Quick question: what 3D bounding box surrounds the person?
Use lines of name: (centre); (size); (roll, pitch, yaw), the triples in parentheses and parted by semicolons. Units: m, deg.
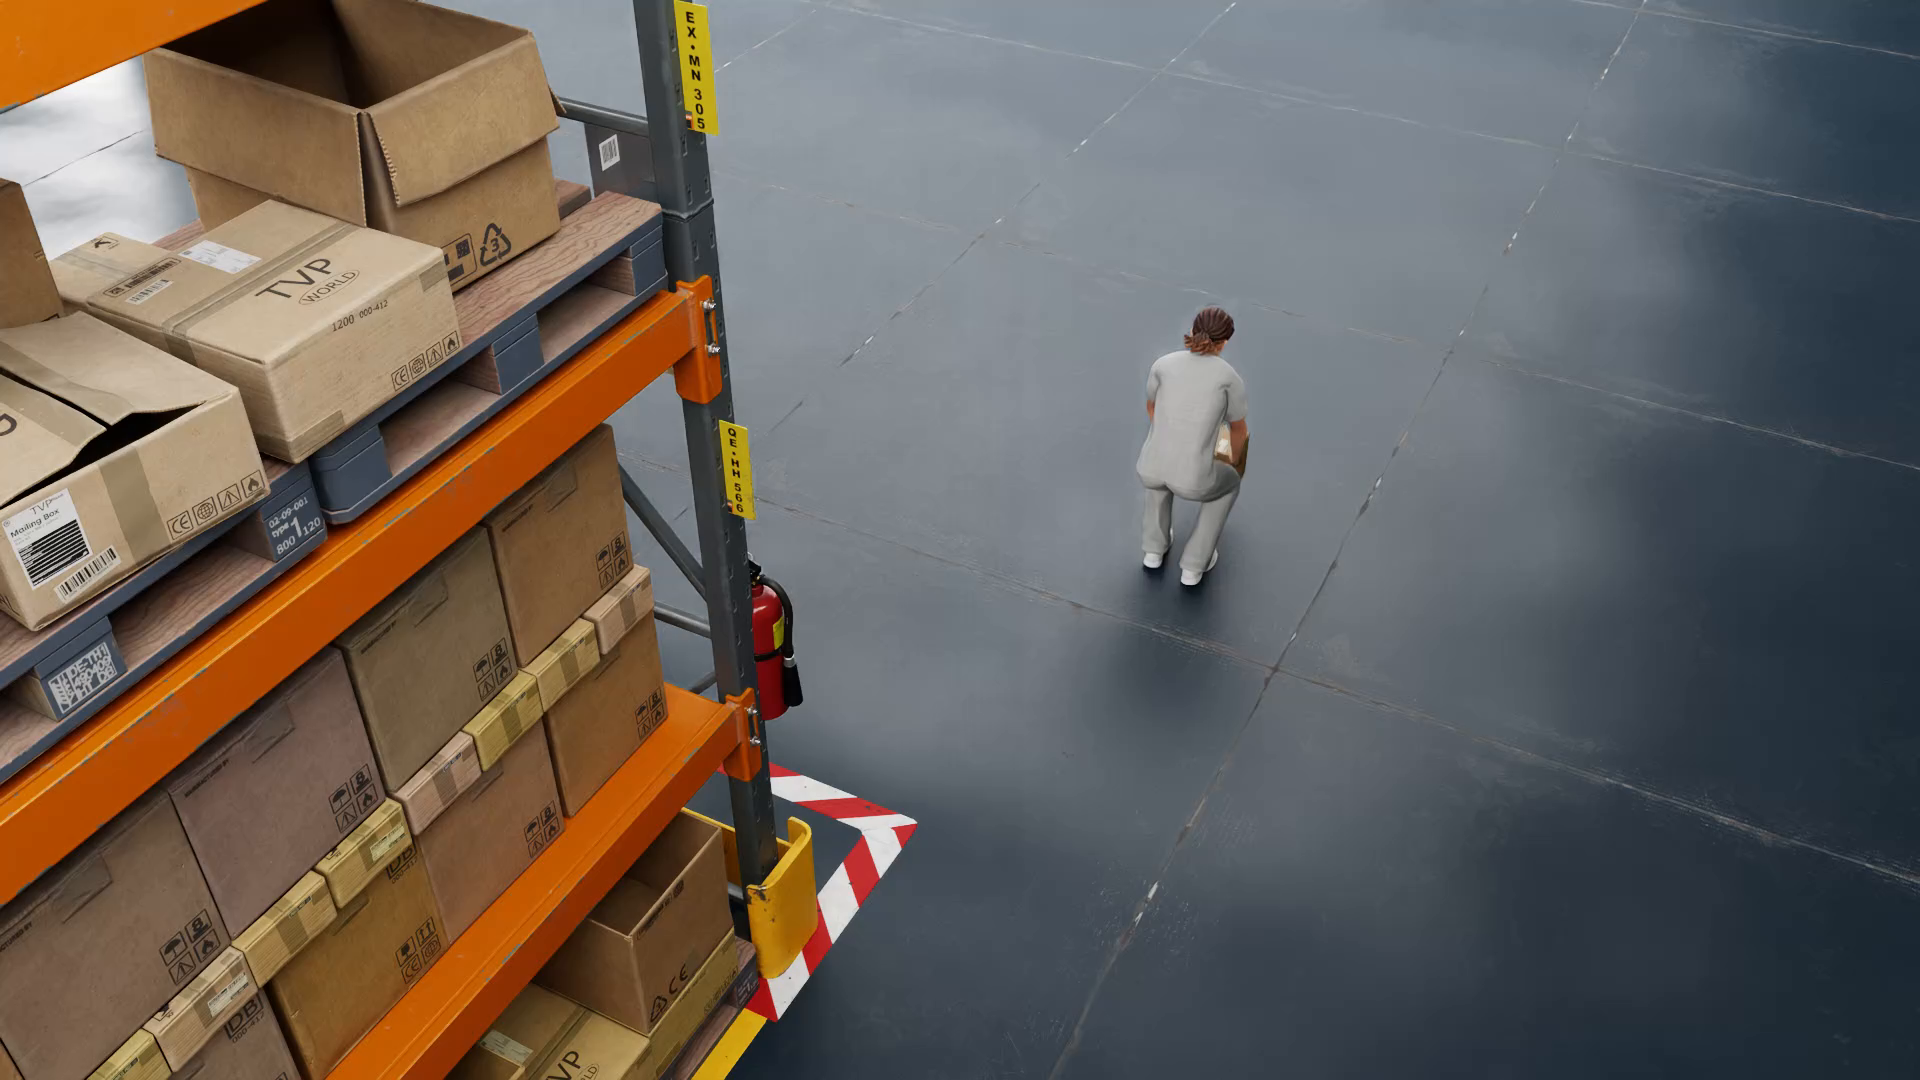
person: (1.036, -0.417, 7.652); (0.496, 1.221, 0.716); (18, 41, 21)
